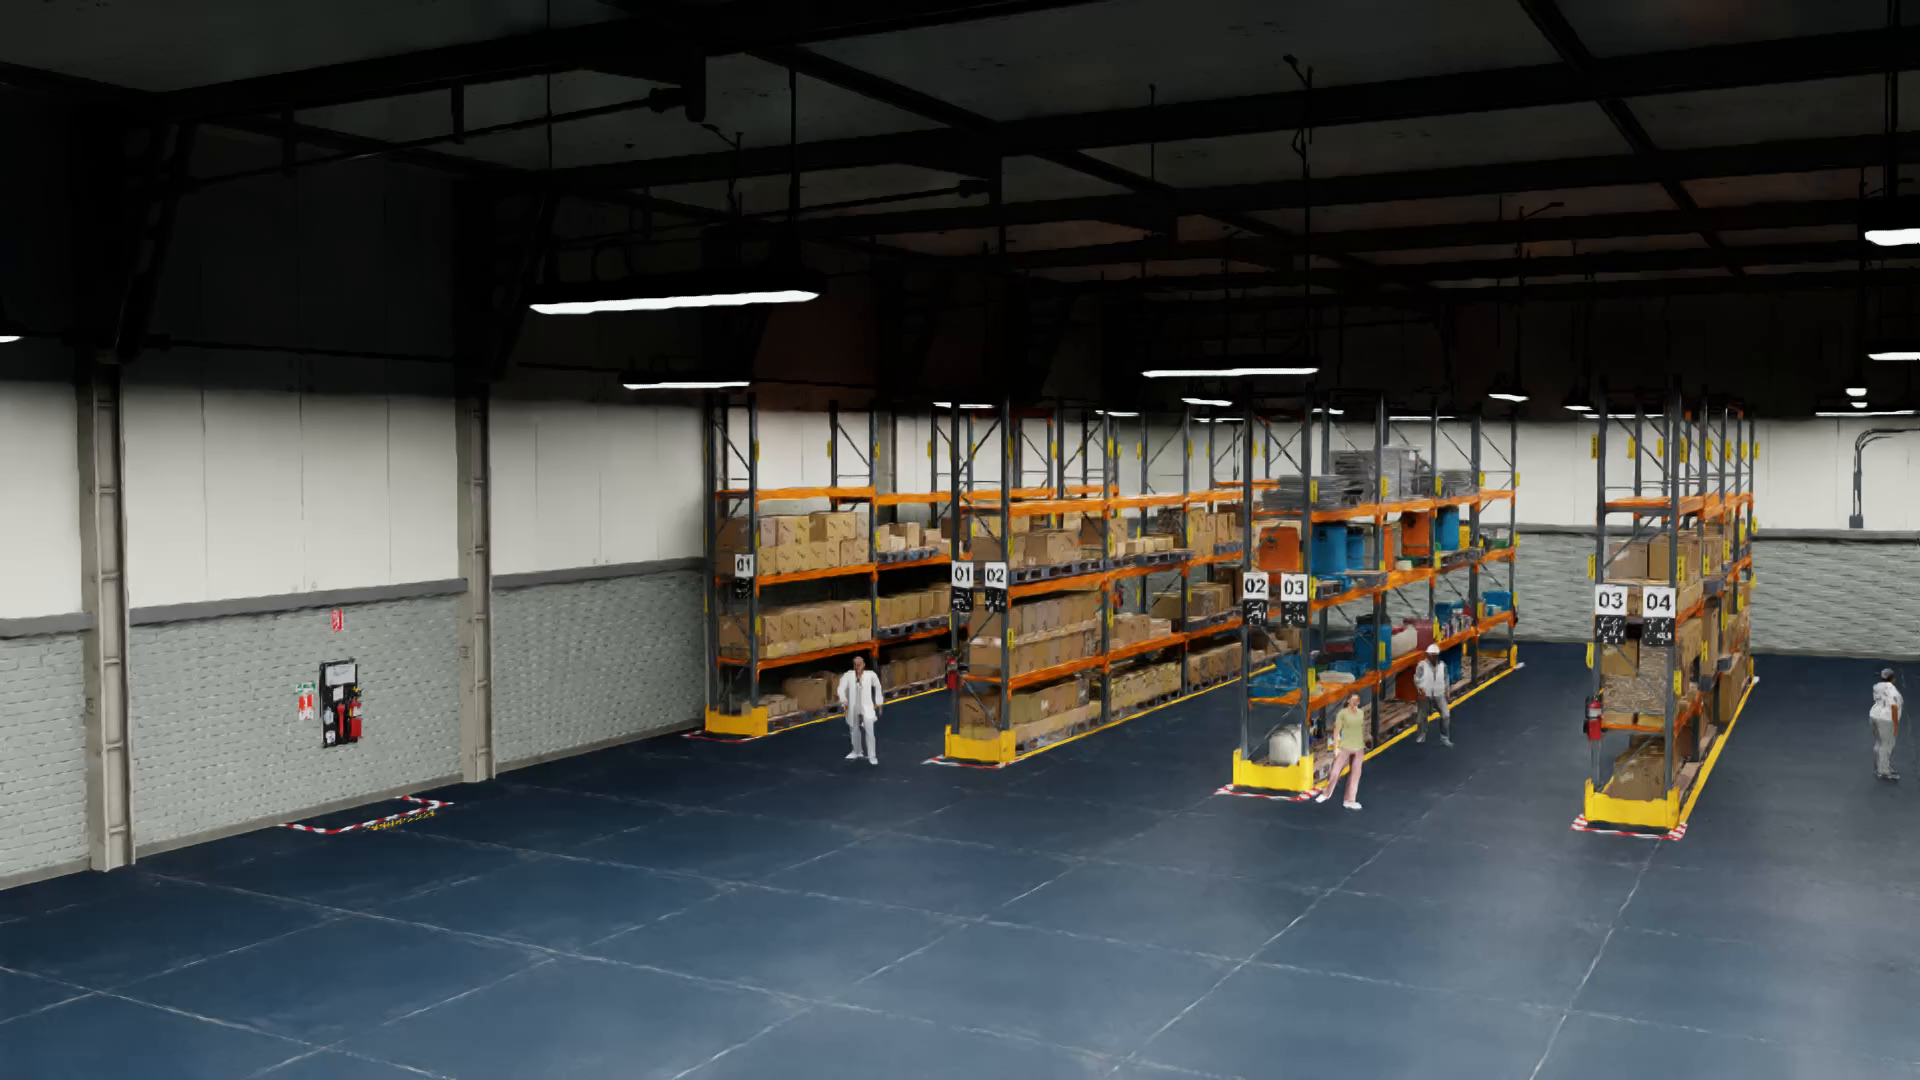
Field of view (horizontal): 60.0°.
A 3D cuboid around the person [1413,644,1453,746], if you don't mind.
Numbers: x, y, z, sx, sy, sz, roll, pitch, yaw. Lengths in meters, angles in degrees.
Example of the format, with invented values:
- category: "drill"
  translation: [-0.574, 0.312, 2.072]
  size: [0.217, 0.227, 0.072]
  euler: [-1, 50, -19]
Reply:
- category: "person"
  translation: [8.010, 2.606, 28.224]
  size: [0.654, 1.727, 0.734]
  euler: [0, 3, 6]

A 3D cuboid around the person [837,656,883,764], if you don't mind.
- category: "person"
  translation: [-1.586, 2.696, 26.595]
  size: [0.723, 1.717, 0.873]
  euler: [1, 3, 10]

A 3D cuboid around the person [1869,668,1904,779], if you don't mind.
- category: "person"
  translation: [14.195, 2.785, 25.451]
  size: [0.449, 1.668, 0.530]
  euler: [0, 3, -2]

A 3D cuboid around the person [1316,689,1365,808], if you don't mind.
- category: "person"
  translation: [5.339, 2.920, 23.292]
  size: [0.649, 1.647, 0.484]
  euler: [-1, 3, -13]
